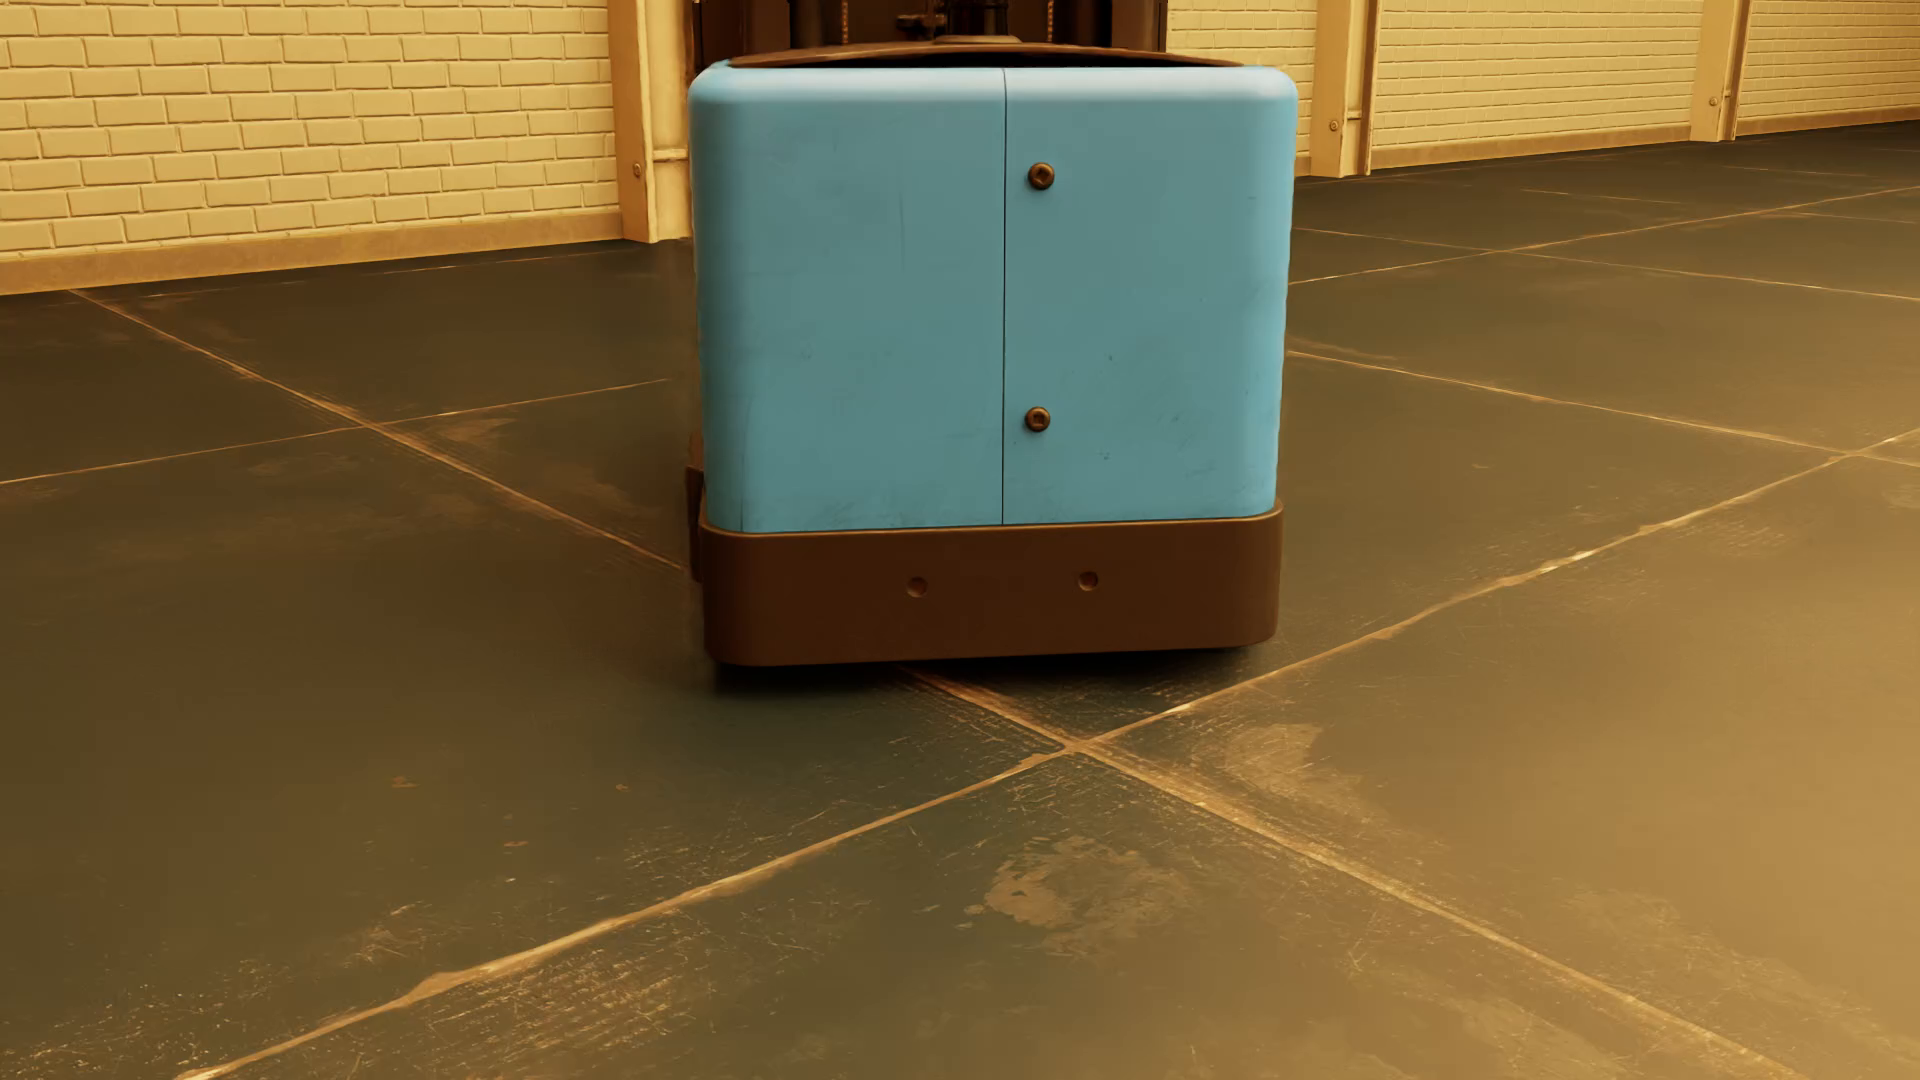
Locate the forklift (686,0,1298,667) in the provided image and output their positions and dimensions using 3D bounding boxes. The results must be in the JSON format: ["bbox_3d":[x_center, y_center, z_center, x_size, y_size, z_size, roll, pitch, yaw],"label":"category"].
[{"bbox_3d":[-0.095,-1.572,3.964,1.130,2.935,3.031,-2,17,-6],"label":"forklift"}]
